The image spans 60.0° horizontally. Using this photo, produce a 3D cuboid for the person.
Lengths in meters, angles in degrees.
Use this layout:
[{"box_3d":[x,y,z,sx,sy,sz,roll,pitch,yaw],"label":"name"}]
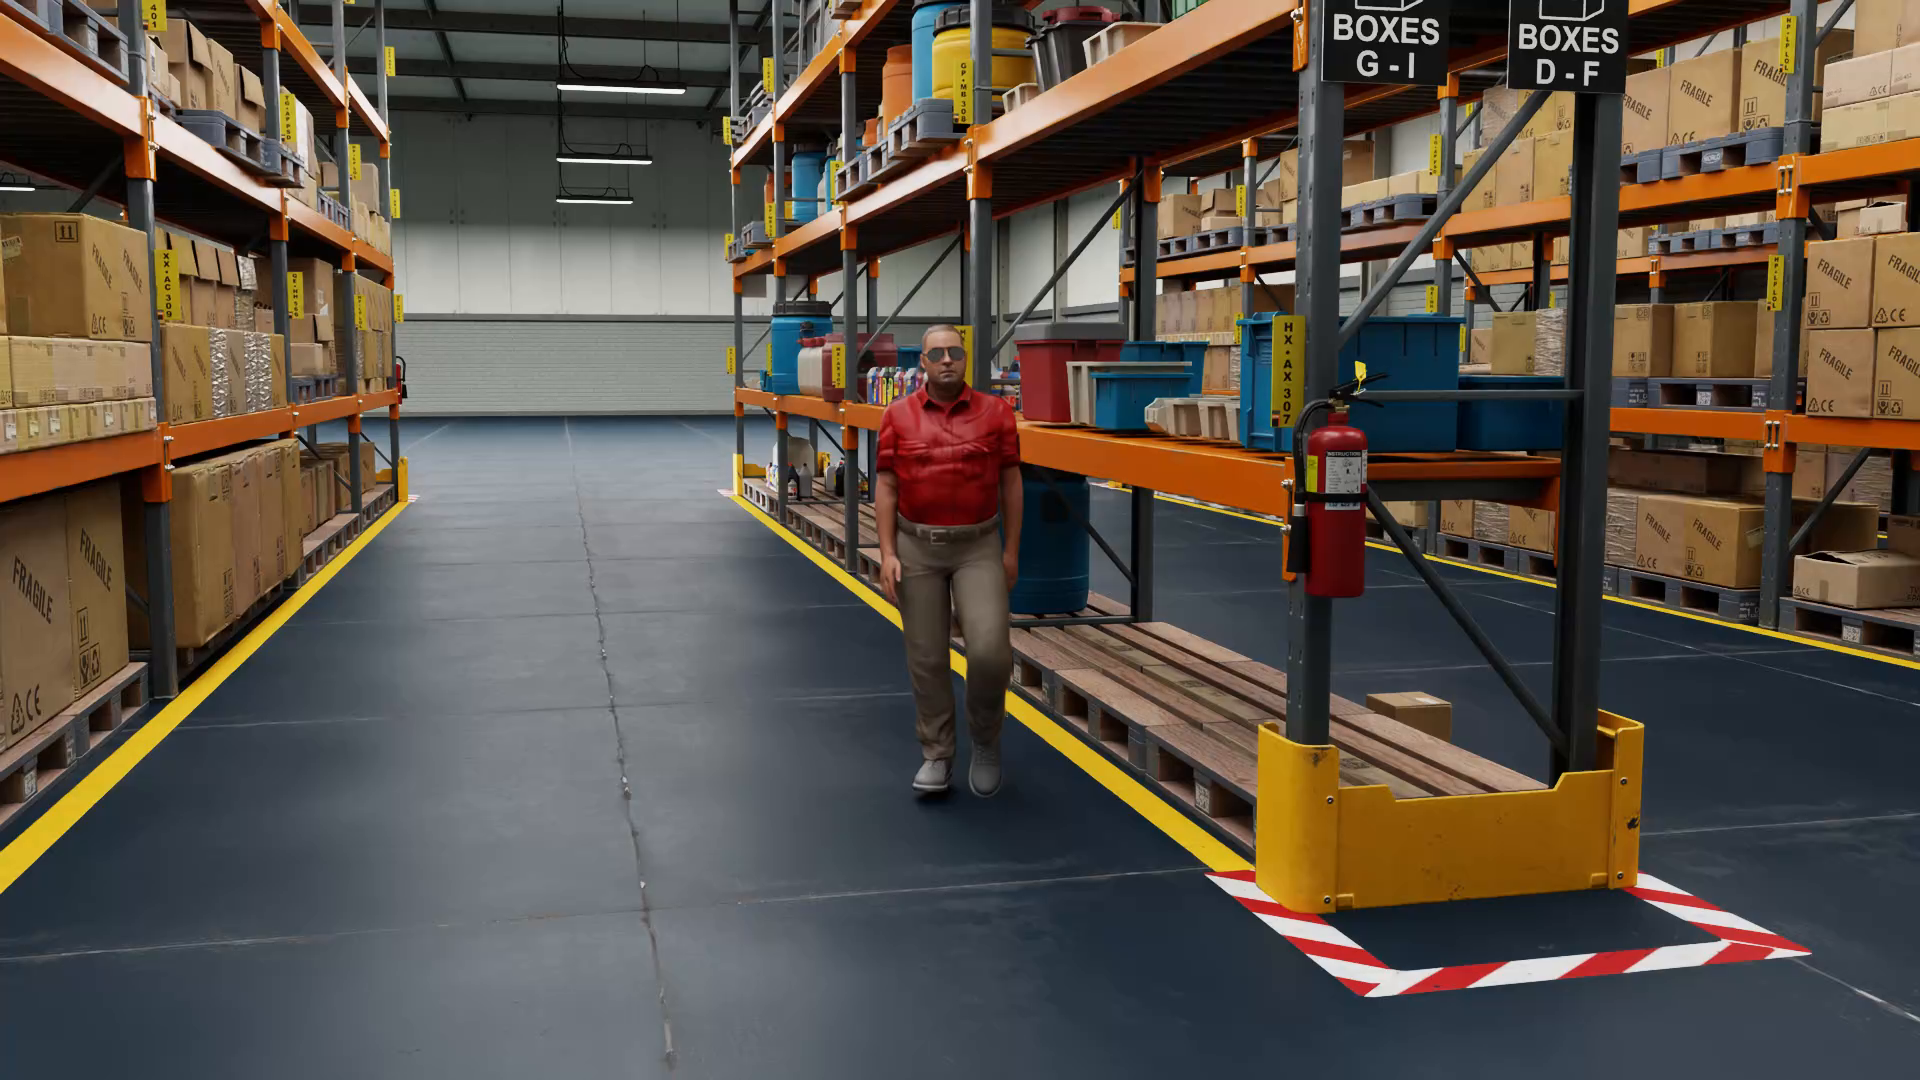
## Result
[{"box_3d":[-0.044,0.093,6.095,0.544,1.758,0.430,0,6,4],"label":"person"}]
